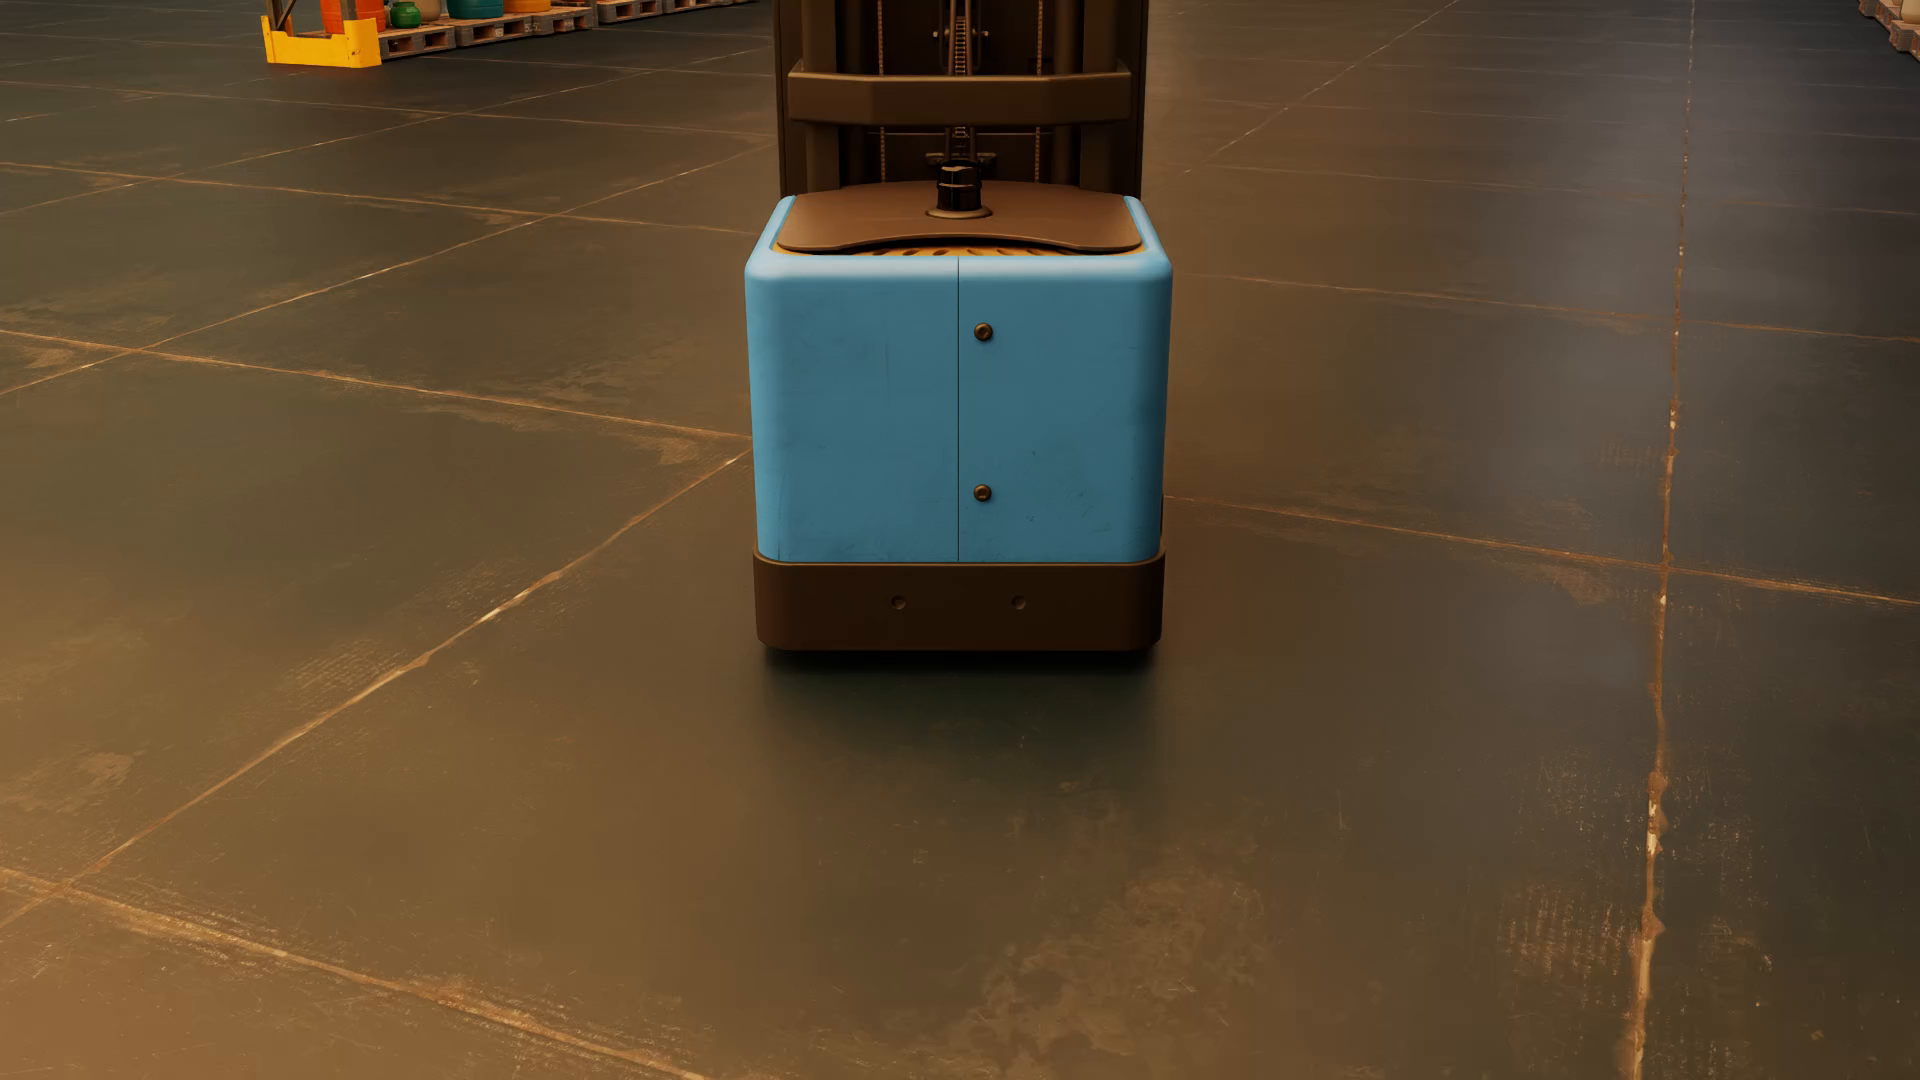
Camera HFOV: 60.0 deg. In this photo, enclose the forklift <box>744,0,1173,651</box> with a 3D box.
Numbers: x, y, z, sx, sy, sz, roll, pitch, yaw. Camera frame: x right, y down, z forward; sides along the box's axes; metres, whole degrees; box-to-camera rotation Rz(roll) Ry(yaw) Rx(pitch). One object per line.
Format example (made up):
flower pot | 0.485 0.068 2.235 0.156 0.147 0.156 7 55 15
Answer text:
forklift | 0.002 -1.587 5.089 1.130 2.935 3.031 0 23 0
